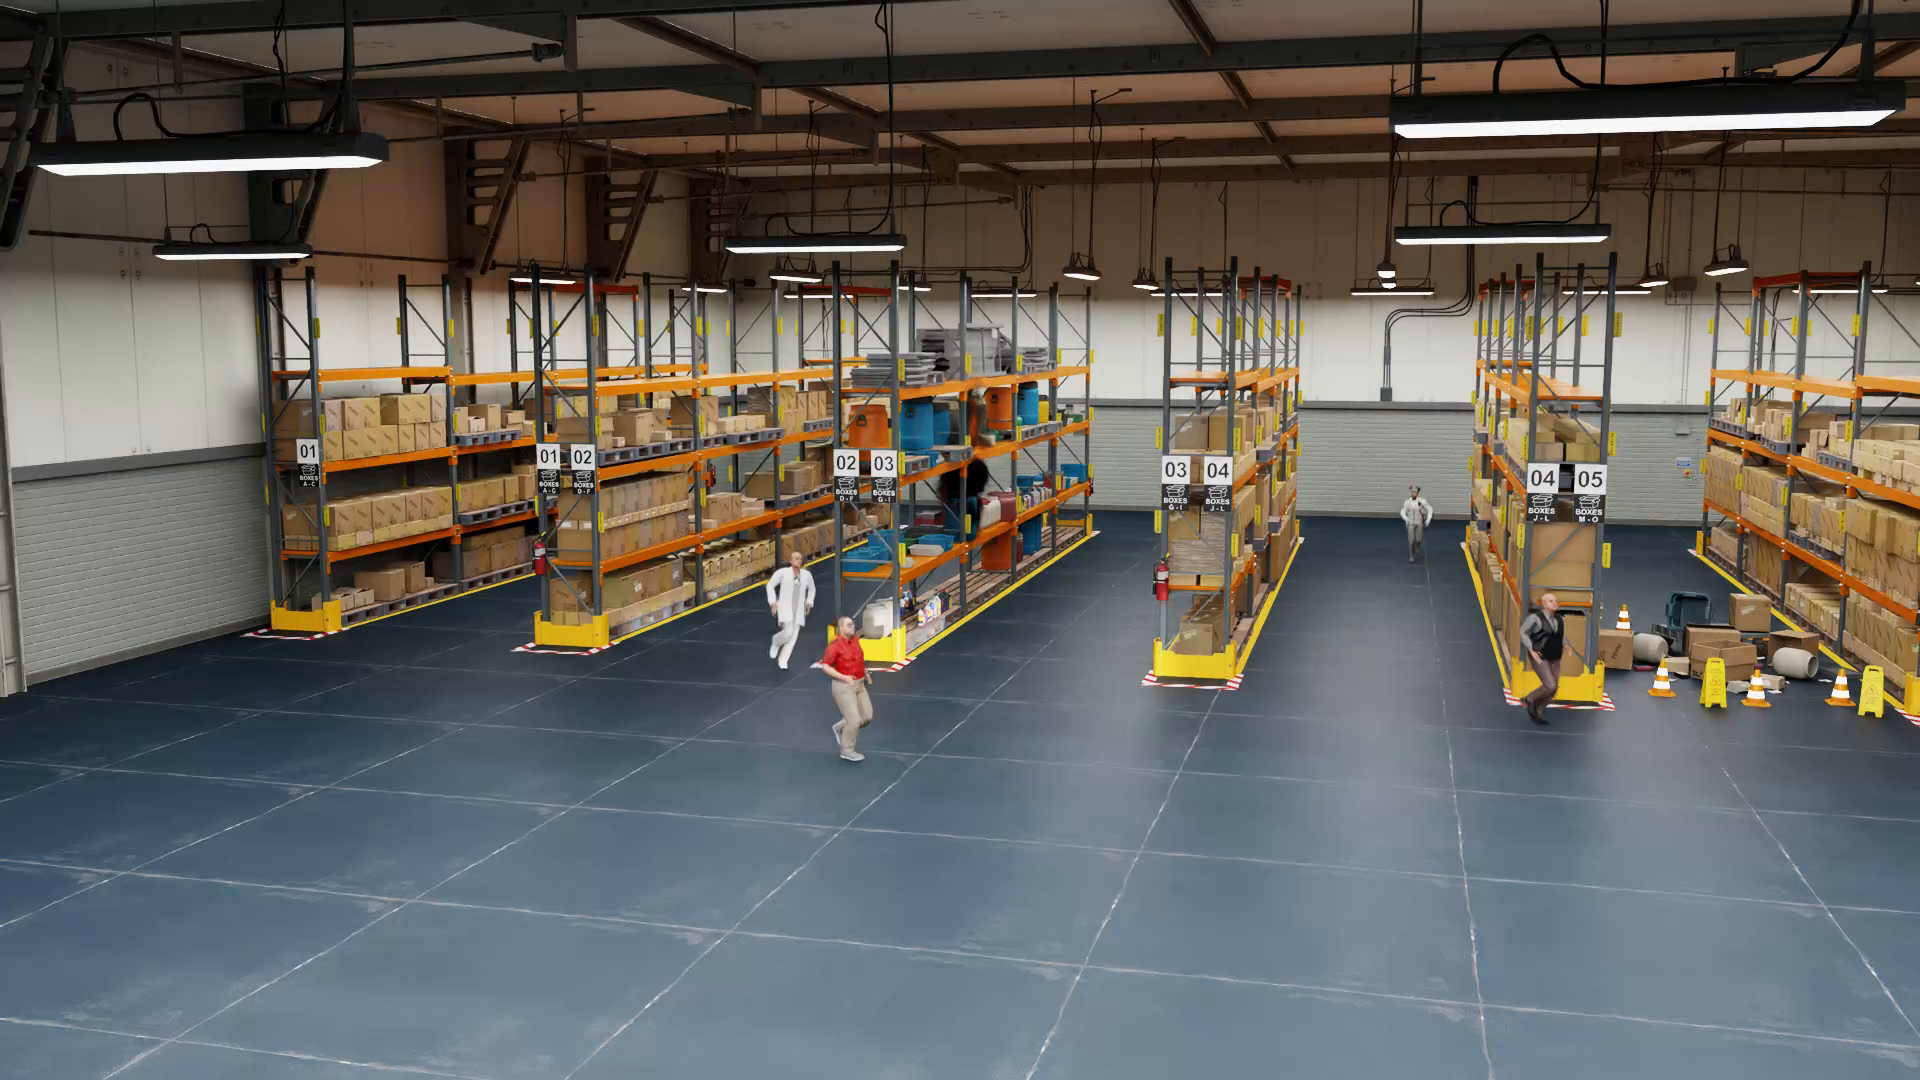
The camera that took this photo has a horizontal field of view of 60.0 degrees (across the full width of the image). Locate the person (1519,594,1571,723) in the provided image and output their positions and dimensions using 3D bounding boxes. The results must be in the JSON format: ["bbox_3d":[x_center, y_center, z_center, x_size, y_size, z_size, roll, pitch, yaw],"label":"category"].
[{"bbox_3d":[7.455,1.512,21.097,0.621,1.674,0.581,-3,8,-22],"label":"person"}]

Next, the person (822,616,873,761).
[{"bbox_3d":[-1.307,1.720,19.383,0.626,1.674,0.660,5,9,36],"label":"person"}]

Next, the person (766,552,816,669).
[{"bbox_3d":[-2.458,1.034,24.690,0.738,1.697,0.516,-3,8,-25],"label":"person"}]

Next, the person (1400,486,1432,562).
[{"bbox_3d":[9.784,-0.345,35.732,0.651,1.655,0.588,3,8,23],"label":"person"}]
